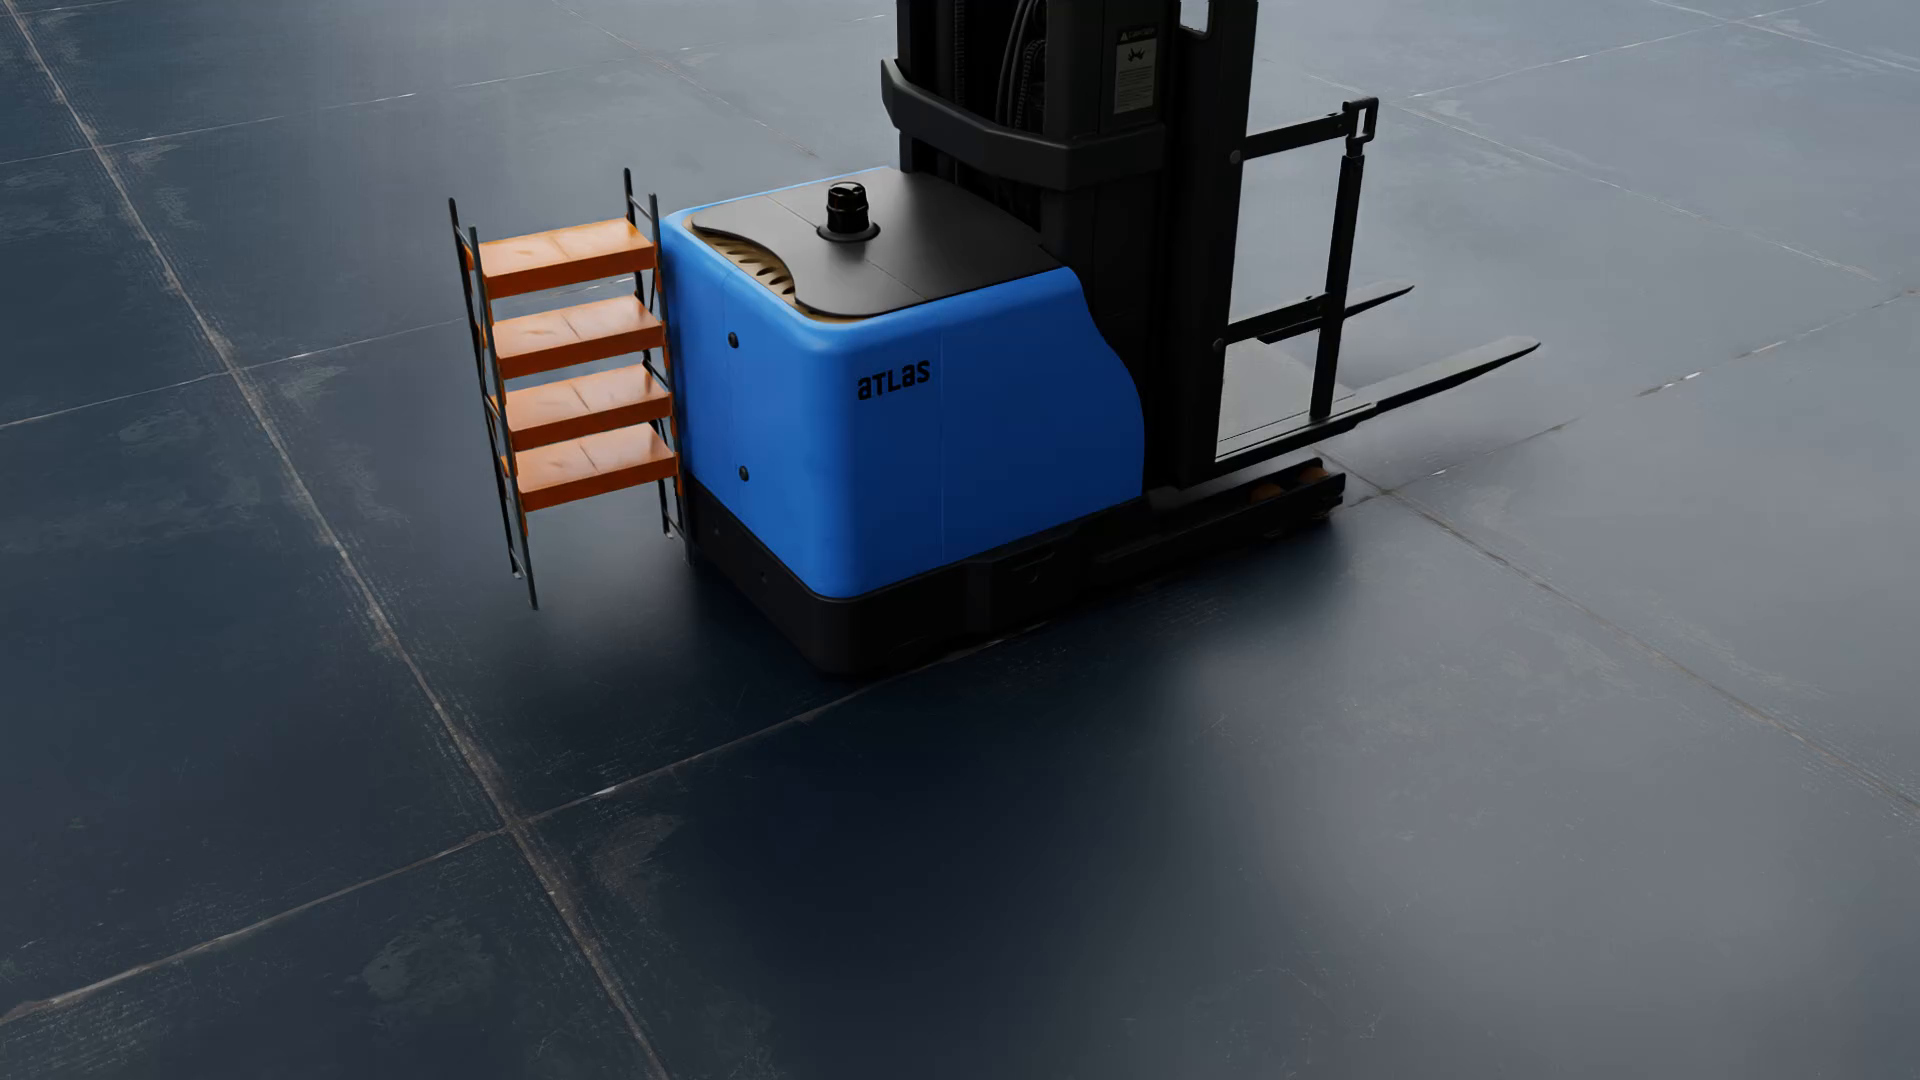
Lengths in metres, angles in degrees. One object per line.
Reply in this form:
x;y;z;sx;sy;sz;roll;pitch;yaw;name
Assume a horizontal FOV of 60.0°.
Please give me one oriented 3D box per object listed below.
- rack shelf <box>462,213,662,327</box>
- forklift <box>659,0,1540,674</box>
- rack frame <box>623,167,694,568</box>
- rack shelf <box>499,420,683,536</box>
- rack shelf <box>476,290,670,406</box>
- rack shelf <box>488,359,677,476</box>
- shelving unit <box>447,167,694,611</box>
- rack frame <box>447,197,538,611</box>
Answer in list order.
-1.096;-0.749;4.576;0.480;0.148;0.258;-16;36;-24;rack shelf
0.632;-1.466;4.828;3.031;2.935;1.130;-19;37;-28;forklift
-0.881;-0.478;4.883;0.015;1.200;0.240;-16;36;-24;rack frame
-1.096;-0.192;4.927;0.480;0.148;0.258;-16;36;-24;rack shelf
-1.096;-0.549;4.702;0.480;0.148;0.258;-16;36;-24;rack shelf
-1.096;-0.360;4.821;0.480;0.148;0.258;-16;36;-24;rack shelf
-1.096;-0.416;4.786;0.503;1.200;0.258;-16;36;-24;shelving unit
-1.311;-0.355;4.688;0.015;1.200;0.240;-16;36;-24;rack frame
